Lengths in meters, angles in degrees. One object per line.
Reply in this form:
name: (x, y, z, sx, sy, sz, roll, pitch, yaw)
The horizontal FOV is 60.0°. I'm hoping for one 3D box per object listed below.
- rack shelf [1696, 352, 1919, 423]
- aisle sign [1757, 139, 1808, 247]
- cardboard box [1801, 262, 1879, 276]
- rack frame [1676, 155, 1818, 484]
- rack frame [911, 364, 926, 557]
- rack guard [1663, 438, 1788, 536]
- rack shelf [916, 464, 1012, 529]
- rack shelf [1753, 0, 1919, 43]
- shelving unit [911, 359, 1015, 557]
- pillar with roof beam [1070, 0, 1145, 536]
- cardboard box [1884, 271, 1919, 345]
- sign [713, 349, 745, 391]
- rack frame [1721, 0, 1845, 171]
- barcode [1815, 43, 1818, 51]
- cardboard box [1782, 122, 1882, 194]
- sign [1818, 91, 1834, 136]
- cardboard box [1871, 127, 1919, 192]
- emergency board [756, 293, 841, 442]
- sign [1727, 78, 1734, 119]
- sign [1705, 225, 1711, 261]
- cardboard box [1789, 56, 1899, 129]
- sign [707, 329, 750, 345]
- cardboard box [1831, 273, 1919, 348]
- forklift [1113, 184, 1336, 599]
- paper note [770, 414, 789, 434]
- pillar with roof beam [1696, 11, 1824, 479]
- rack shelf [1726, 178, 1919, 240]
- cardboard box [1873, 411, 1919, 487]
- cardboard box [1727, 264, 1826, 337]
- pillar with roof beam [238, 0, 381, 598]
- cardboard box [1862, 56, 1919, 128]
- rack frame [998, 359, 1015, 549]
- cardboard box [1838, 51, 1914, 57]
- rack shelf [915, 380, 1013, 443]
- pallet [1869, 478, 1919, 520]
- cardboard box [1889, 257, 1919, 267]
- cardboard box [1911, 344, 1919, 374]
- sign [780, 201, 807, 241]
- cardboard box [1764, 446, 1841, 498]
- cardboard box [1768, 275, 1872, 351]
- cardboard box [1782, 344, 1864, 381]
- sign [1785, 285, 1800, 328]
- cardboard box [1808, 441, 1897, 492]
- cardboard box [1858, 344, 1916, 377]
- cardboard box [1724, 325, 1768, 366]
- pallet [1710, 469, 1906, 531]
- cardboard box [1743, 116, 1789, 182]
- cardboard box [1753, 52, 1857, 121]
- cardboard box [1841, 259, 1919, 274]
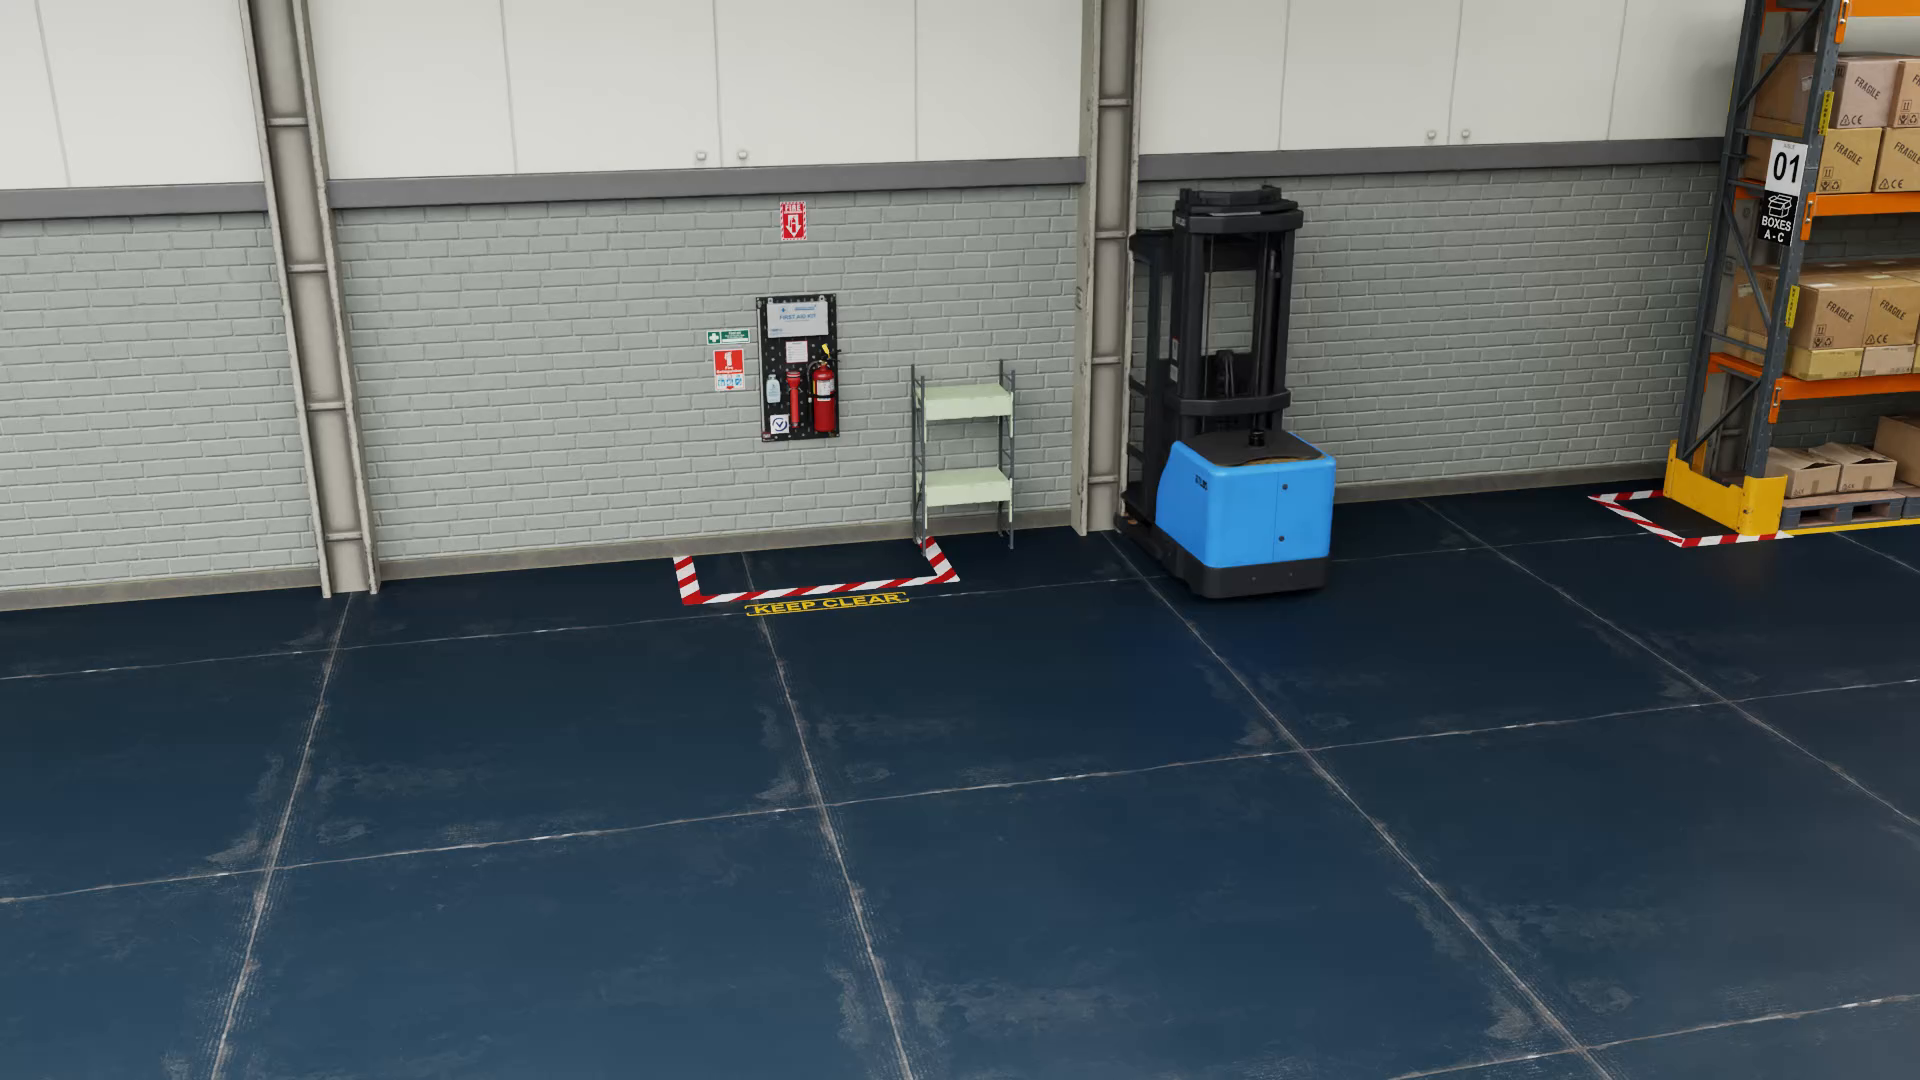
rack shelf: (8.468, -1.461, 14.488, 4.000, 0.370, 1.077, -5, 21, -12)
aisle sign: (6.521, -2.755, 13.195, 0.004, 0.787, 0.394, -5, 21, -12)
cardboard box: (7.424, -2.077, 14.222, 0.500, 0.500, 0.500, -4, 21, -12)
rack frame: (6.522, -1.641, 13.932, 0.127, 3.000, 1.000, -5, 21, -12)
rack frame: (-0.333, -0.637, 13.372, 0.023, 1.500, 0.400, -5, 21, -13)
rack guard: (6.596, -0.473, 14.379, 0.348, 0.500, 1.175, -5, 21, -12)
rack shelf: (0.022, -0.361, 13.566, 0.720, 0.370, 0.431, -5, 21, -13)
rack shelf: (8.468, -4.276, 13.457, 4.000, 0.370, 1.077, -5, 21, -12)
shelving unit: (0.022, -0.667, 13.454, 0.755, 1.500, 0.431, -5, 21, -13)
pillar with roof beam: (2.155, -2.887, 8.612, 0.400, 9.000, 9.100, -5, 21, -12)
cardboard box: (8.043, -1.943, 13.858, 0.500, 0.500, 0.500, -5, 21, -14)
sign: (-1.811, -1.335, 13.047, 0.234, 0.329, 0.001, -5, 21, -12)
rack frame: (6.522, -4.458, 12.900, 0.127, 3.000, 1.000, -5, 21, -12)
barcode: (7.098, -4.071, 13.734, 0.075, 0.075, 0.001, -5, 21, -12)
cardboard box: (6.905, -3.048, 13.239, 0.500, 0.500, 0.500, -4, 21, -11)
sign: (6.647, -3.278, 12.770, 0.005, 0.325, 0.100, -5, 21, -12)
cardboard box: (7.435, -3.079, 13.323, 0.500, 0.500, 0.500, -3, 20, -9)
emergency board: (-1.249, -1.328, 13.078, 0.643, 1.169, 0.194, -5, 21, -12)
sign: (6.413, -3.652, 13.776, 0.005, 0.325, 0.100, -5, 21, -12)
sign: (6.413, -2.520, 14.190, 0.005, 0.325, 0.100, -5, 21, -12)
cardboard box: (6.952, -3.524, 13.085, 0.500, 0.500, 0.500, -6, 21, -16)
sign: (-1.804, -1.582, 12.949, 0.331, 0.109, 0.001, -5, 21, -12)
cardboard box: (7.539, -1.905, 13.752, 0.500, 0.500, 0.500, -5, 21, -12)
forklift: (1.924, -1.412, 13.408, 1.130, 2.935, 3.031, -6, 21, -15)
paper note: (-1.437, -0.923, 13.255, 0.142, 0.148, 0.016, -5, 21, -12)
pillar with roof beam: (7.994, -3.361, 9.908, 0.400, 9.000, 9.100, -5, 21, -12)
rack shelf: (8.468, -2.870, 13.972, 4.000, 0.370, 1.077, -5, 21, -12)
cardboard box: (8.496, -0.785, 14.590, 0.500, 0.500, 0.700, -6, 21, -16)
cardboard box: (6.931, -2.040, 14.122, 0.500, 0.500, 0.500, -5, 21, -13)
pillar with roof beam: (-3.684, -2.412, 7.315, 0.400, 9.000, 9.100, -5, 21, -12)
cardboard box: (7.452, -3.547, 13.147, 0.500, 0.500, 0.500, -5, 21, -13)
rack frame: (0.378, -0.697, 13.536, 0.023, 1.500, 0.400, -5, 21, -13)
cardboard box: (7.409, -3.743, 13.684, 0.500, 0.500, 0.500, -3, 20, -9)
rack shelf: (0.022, -1.033, 13.320, 0.720, 0.370, 0.431, -5, 21, -13)
pallet: (8.579, -0.485, 14.832, 1.213, 0.211, 1.003, -5, 21, -12)
cardboard box: (8.416, -2.159, 14.446, 0.500, 0.500, 0.500, -4, 21, -12)
cardboard box: (8.069, -1.596, 14.000, 0.500, 0.250, 0.500, -5, 21, -13)
sign: (-1.280, -2.449, 12.769, 0.199, 0.298, 0.001, -5, 21, -12)
cardboard box: (7.216, -0.609, 14.386, 0.500, 0.311, 0.500, -7, 21, -19)
cardboard box: (7.055, -1.869, 13.654, 0.500, 0.500, 0.500, -5, 21, -12)
cardboard box: (7.070, -1.512, 13.770, 0.500, 0.250, 0.500, -5, 21, -14)
sign: (6.647, -1.865, 13.288, 0.005, 0.325, 0.100, -5, 21, -12)
cardboard box: (7.770, -0.654, 14.510, 0.500, 0.311, 0.500, -3, 20, -8)
cardboard box: (7.572, -1.558, 13.895, 0.500, 0.250, 0.500, -5, 21, -14)
cardboard box: (6.932, -1.681, 14.233, 0.500, 0.250, 0.500, -4, 21, -12)
pallet: (7.394, -0.390, 14.572, 1.213, 0.211, 1.003, -5, 21, -12)
cardboard box: (6.869, -3.223, 13.717, 0.500, 0.500, 0.500, -3, 20, -9)
cardboard box: (6.881, -3.697, 13.556, 0.500, 0.500, 0.500, -4, 20, -10)
cardboard box: (7.926, -2.119, 14.337, 0.500, 0.500, 0.500, -5, 21, -14)
